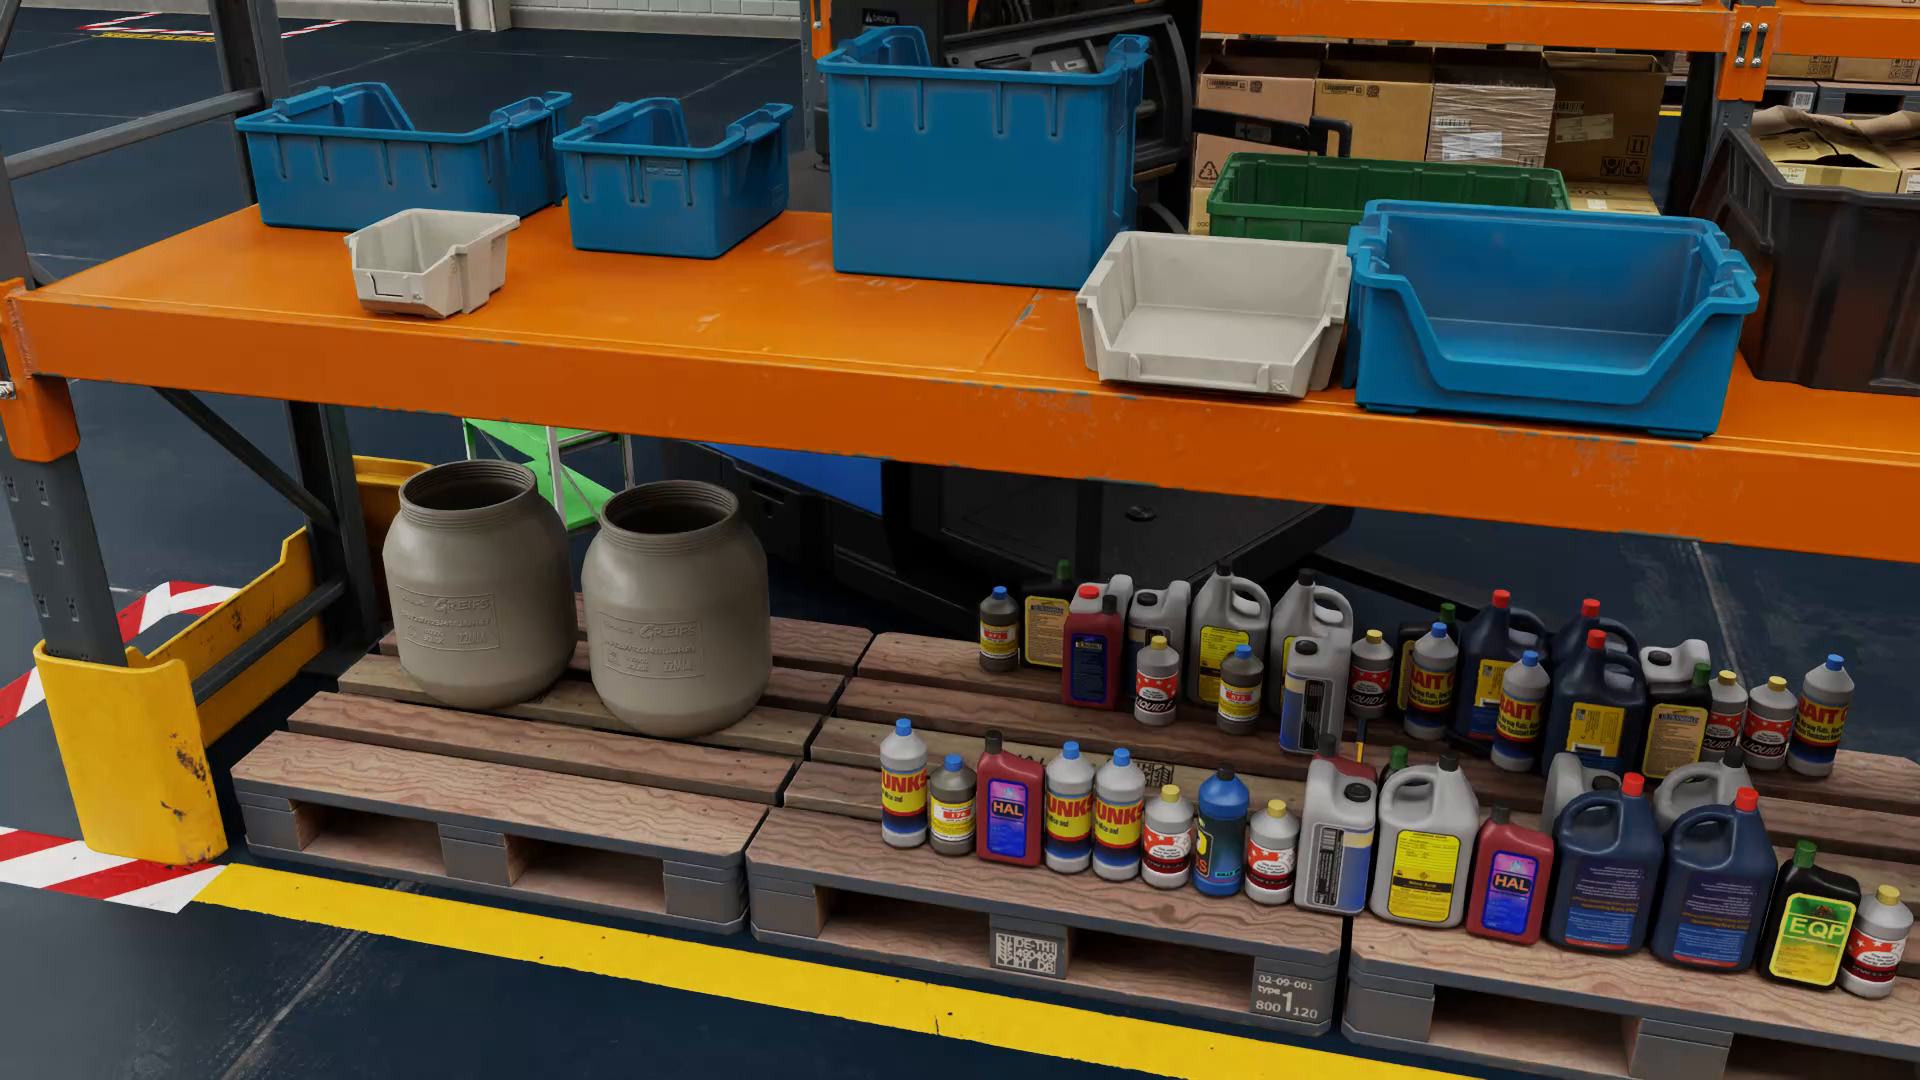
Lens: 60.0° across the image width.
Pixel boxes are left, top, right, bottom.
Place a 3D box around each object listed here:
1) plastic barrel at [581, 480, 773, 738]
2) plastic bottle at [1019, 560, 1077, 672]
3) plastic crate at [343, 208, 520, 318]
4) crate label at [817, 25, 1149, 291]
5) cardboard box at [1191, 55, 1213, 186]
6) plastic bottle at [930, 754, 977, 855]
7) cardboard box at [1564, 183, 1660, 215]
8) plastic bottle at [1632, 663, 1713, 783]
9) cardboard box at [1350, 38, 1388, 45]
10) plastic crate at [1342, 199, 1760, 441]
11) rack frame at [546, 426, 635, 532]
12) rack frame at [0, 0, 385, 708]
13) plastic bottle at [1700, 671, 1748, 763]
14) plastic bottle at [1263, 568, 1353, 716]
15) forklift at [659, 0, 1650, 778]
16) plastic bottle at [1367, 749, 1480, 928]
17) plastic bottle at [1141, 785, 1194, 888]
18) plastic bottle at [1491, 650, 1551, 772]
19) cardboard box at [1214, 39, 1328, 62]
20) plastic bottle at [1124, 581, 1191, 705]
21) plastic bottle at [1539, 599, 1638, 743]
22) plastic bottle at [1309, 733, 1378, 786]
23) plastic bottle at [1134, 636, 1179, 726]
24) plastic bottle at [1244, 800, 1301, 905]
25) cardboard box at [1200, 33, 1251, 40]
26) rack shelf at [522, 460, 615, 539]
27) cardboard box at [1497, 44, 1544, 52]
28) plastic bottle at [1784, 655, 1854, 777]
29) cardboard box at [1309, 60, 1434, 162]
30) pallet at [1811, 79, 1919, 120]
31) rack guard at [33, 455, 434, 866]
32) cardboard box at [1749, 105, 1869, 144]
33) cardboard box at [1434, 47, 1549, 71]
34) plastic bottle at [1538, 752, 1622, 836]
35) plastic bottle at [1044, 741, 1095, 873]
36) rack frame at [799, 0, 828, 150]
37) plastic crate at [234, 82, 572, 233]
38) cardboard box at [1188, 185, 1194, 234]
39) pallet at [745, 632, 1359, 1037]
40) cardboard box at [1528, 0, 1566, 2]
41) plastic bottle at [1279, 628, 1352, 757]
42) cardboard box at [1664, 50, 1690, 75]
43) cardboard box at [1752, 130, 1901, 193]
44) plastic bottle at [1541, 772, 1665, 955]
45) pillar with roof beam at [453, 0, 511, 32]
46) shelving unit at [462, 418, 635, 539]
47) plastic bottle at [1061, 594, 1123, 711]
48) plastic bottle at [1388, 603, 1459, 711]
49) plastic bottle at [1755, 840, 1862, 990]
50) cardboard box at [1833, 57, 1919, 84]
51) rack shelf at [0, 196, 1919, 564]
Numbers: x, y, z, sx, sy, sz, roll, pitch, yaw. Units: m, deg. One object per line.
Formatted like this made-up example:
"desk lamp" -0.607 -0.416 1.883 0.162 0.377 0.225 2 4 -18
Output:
"plastic barrel" -0.650 0.157 3.836 0.421 0.512 0.421 0 25 0
"plastic bottle" 0.214 0.178 4.035 0.133 0.283 0.061 7 26 14
"plastic crate" -1.005 -0.520 3.159 0.250 0.136 0.298 6 26 13
"crate label" 0.058 -0.800 3.400 0.616 0.435 0.502 6 26 13
"cardboard box" 0.882 -1.966 7.728 0.500 0.500 0.500 6 26 13
"plastic bottle" -0.013 0.531 3.389 0.097 0.201 0.097 0 25 0
"cardboard box" 2.816 -1.409 7.430 0.500 0.250 0.500 6 26 13
"plastic bottle" 1.537 0.392 3.586 0.133 0.283 0.061 6 26 13
"cardboard box" 3.006 -3.656 12.244 0.250 0.149 0.380 4 26 9
"plastic crate" 0.943 -0.379 2.729 0.616 0.251 0.499 6 26 13
"rack frame" -0.990 -0.280 4.442 0.240 1.200 0.015 -22 33 -38
"rack frame" -1.792 -0.869 3.585 0.127 3.000 1.000 6 26 13
"plastic bottle" 1.686 0.386 3.693 0.097 0.201 0.097 0 25 0
"plastic bottle" 0.809 0.232 3.843 0.185 0.351 0.144 6 26 13
"forklift" 0.461 -1.139 4.233 3.031 2.935 1.130 22 33 38
"plastic bottle" 0.888 0.553 3.169 0.185 0.351 0.144 6 26 13
"plastic bottle" 0.411 0.578 3.290 0.097 0.201 0.097 0 25 0
"plastic bottle" 1.233 0.368 3.649 0.097 0.271 0.097 0 25 0
"cardboard box" 1.495 -2.129 8.069 0.500 0.500 0.500 6 26 13
"plastic bottle" 0.468 0.230 3.935 0.135 0.276 0.152 6 26 12
"plastic bottle" 1.404 0.298 3.705 0.185 0.351 0.144 7 26 14
"plastic bottle" 0.758 0.520 3.317 0.133 0.283 0.061 6 26 13
"plastic bottle" 0.455 0.317 3.838 0.097 0.201 0.097 0 25 0
"plastic bottle" 0.610 0.600 3.244 0.097 0.201 0.097 0 25 0
"cardboard box" 1.875 -3.805 12.369 0.500 0.311 0.500 9 27 17
"rack shelf" -1.155 -0.083 4.735 0.258 0.148 0.480 -22 33 -38
"cardboard box" 4.024 -3.529 11.958 0.250 0.166 0.380 3 26 6
"plastic bottle" 1.883 0.376 3.633 0.097 0.271 0.097 0 25 0
"cardboard box" 1.849 -1.858 7.501 0.500 0.500 0.500 6 26 13
"pallet" 6.489 -3.093 11.502 1.213 0.211 1.003 6 26 13
"rack guard" -1.706 0.248 4.147 0.348 0.500 1.175 6 26 13
"cardboard box" 3.783 -1.780 7.556 0.500 0.311 0.500 6 26 13
"cardboard box" 2.462 -2.019 7.840 0.500 0.500 0.500 6 26 13
"plastic bottle" 1.213 0.557 3.248 0.135 0.276 0.152 6 26 13
"plastic bottle" 0.219 0.525 3.320 0.097 0.271 0.097 0 25 0
"rack frame" -0.554 -2.931 7.916 0.127 3.000 1.000 6 26 13
"plastic crate" -1.232 -0.873 3.766 0.616 0.251 0.499 6 26 13
"cardboard box" 0.879 -1.623 7.880 0.500 0.250 0.500 6 26 13
"pallet" 0.257 0.599 3.745 1.213 0.211 1.003 6 26 13
"cardboard box" 2.376 -2.646 7.202 0.500 0.500 0.700 6 26 12
"plastic bottle" 0.797 0.330 3.724 0.135 0.276 0.152 6 26 13
"cardboard box" 5.267 -3.563 11.641 0.500 0.500 0.700 7 26 15
"cardboard box" 3.658 -1.556 7.086 0.500 0.311 0.500 6 26 13
"plastic bottle" 1.201 0.587 3.097 0.185 0.351 0.144 5 26 10
"pillar with roof beam" -5.314 -6.837 9.143 0.400 9.000 9.100 6 26 13
"shelving unit" -1.155 -0.357 4.604 0.258 1.200 0.503 -22 33 -38
"plastic bottle" 0.307 0.256 3.871 0.133 0.283 0.061 6 26 13
"plastic bottle" 1.072 0.273 3.836 0.133 0.283 0.061 7 26 15
"plastic bottle" 1.534 0.673 2.995 0.133 0.283 0.061 8 27 16
"cardboard box" 6.264 -3.457 11.418 0.500 0.500 0.700 7 26 14
"rack shelf" 0.145 -0.330 3.290 4.000 0.370 1.077 6 26 13
